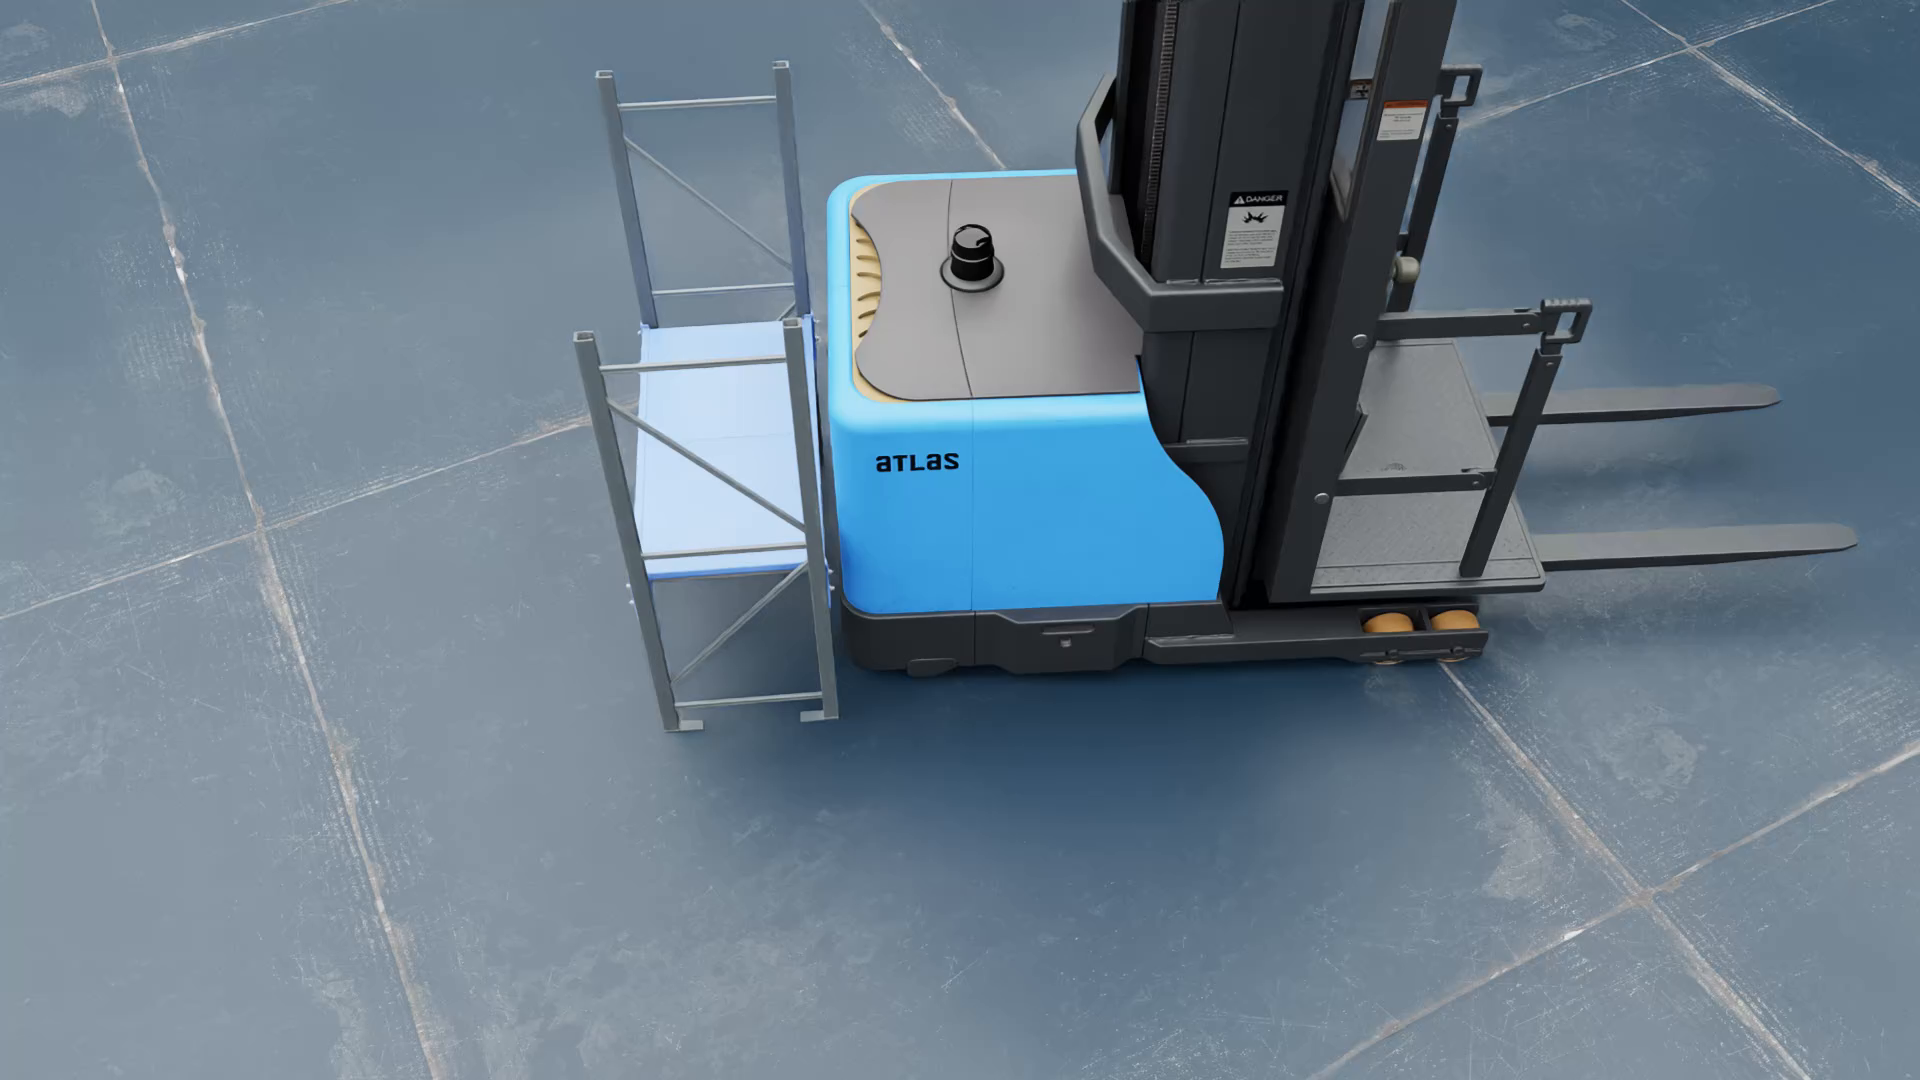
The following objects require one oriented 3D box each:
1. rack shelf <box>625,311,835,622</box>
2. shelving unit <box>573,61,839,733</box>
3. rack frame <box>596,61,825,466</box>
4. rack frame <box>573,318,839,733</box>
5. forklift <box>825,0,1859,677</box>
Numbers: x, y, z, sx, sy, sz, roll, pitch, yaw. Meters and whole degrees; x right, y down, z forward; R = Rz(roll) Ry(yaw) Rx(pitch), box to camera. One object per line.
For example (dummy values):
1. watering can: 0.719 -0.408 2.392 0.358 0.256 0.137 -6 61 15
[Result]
1. rack shelf: -0.647 -0.232 4.696 0.538 0.185 1.000 -4 49 -4
2. shelving unit: -0.647 -0.351 4.560 0.538 1.500 1.048 -4 49 -4
3. rack frame: -0.696 -0.732 4.893 0.500 1.500 0.032 -4 49 -4
4. rack frame: -0.599 0.030 4.227 0.500 1.500 0.032 -4 49 -4
5. forklift: 1.147 -0.995 4.173 3.031 2.935 1.130 -2 49 -2
